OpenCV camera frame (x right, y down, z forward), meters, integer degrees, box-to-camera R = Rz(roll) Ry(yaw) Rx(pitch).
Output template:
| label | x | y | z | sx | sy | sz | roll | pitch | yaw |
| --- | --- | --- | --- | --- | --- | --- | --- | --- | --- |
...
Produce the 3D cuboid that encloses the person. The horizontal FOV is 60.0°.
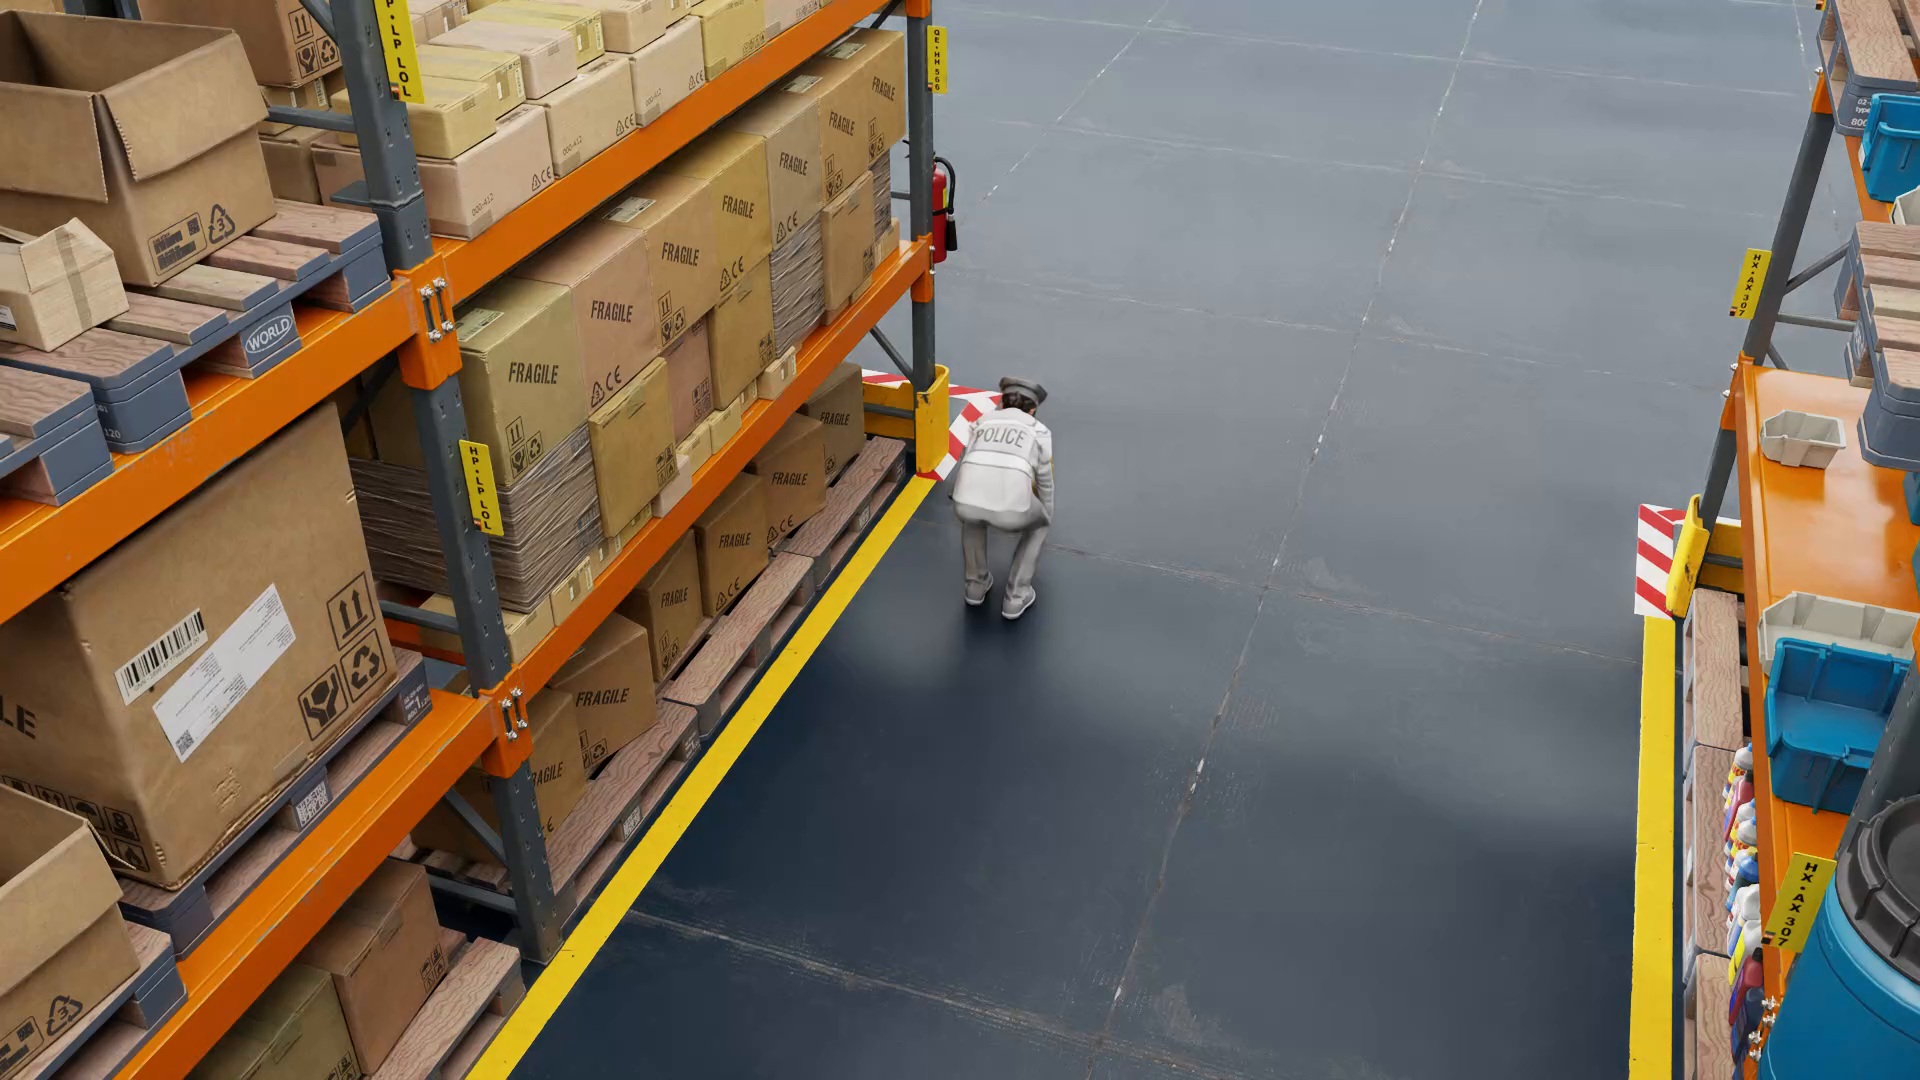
| label | x | y | z | sx | sy | sz | roll | pitch | yaw |
| --- | --- | --- | --- | --- | --- | --- | --- | --- | --- |
| person | 0.227 | -0.202 | 8.052 | 0.452 | 0.999 | 0.918 | 9 | 35 | 13 |
